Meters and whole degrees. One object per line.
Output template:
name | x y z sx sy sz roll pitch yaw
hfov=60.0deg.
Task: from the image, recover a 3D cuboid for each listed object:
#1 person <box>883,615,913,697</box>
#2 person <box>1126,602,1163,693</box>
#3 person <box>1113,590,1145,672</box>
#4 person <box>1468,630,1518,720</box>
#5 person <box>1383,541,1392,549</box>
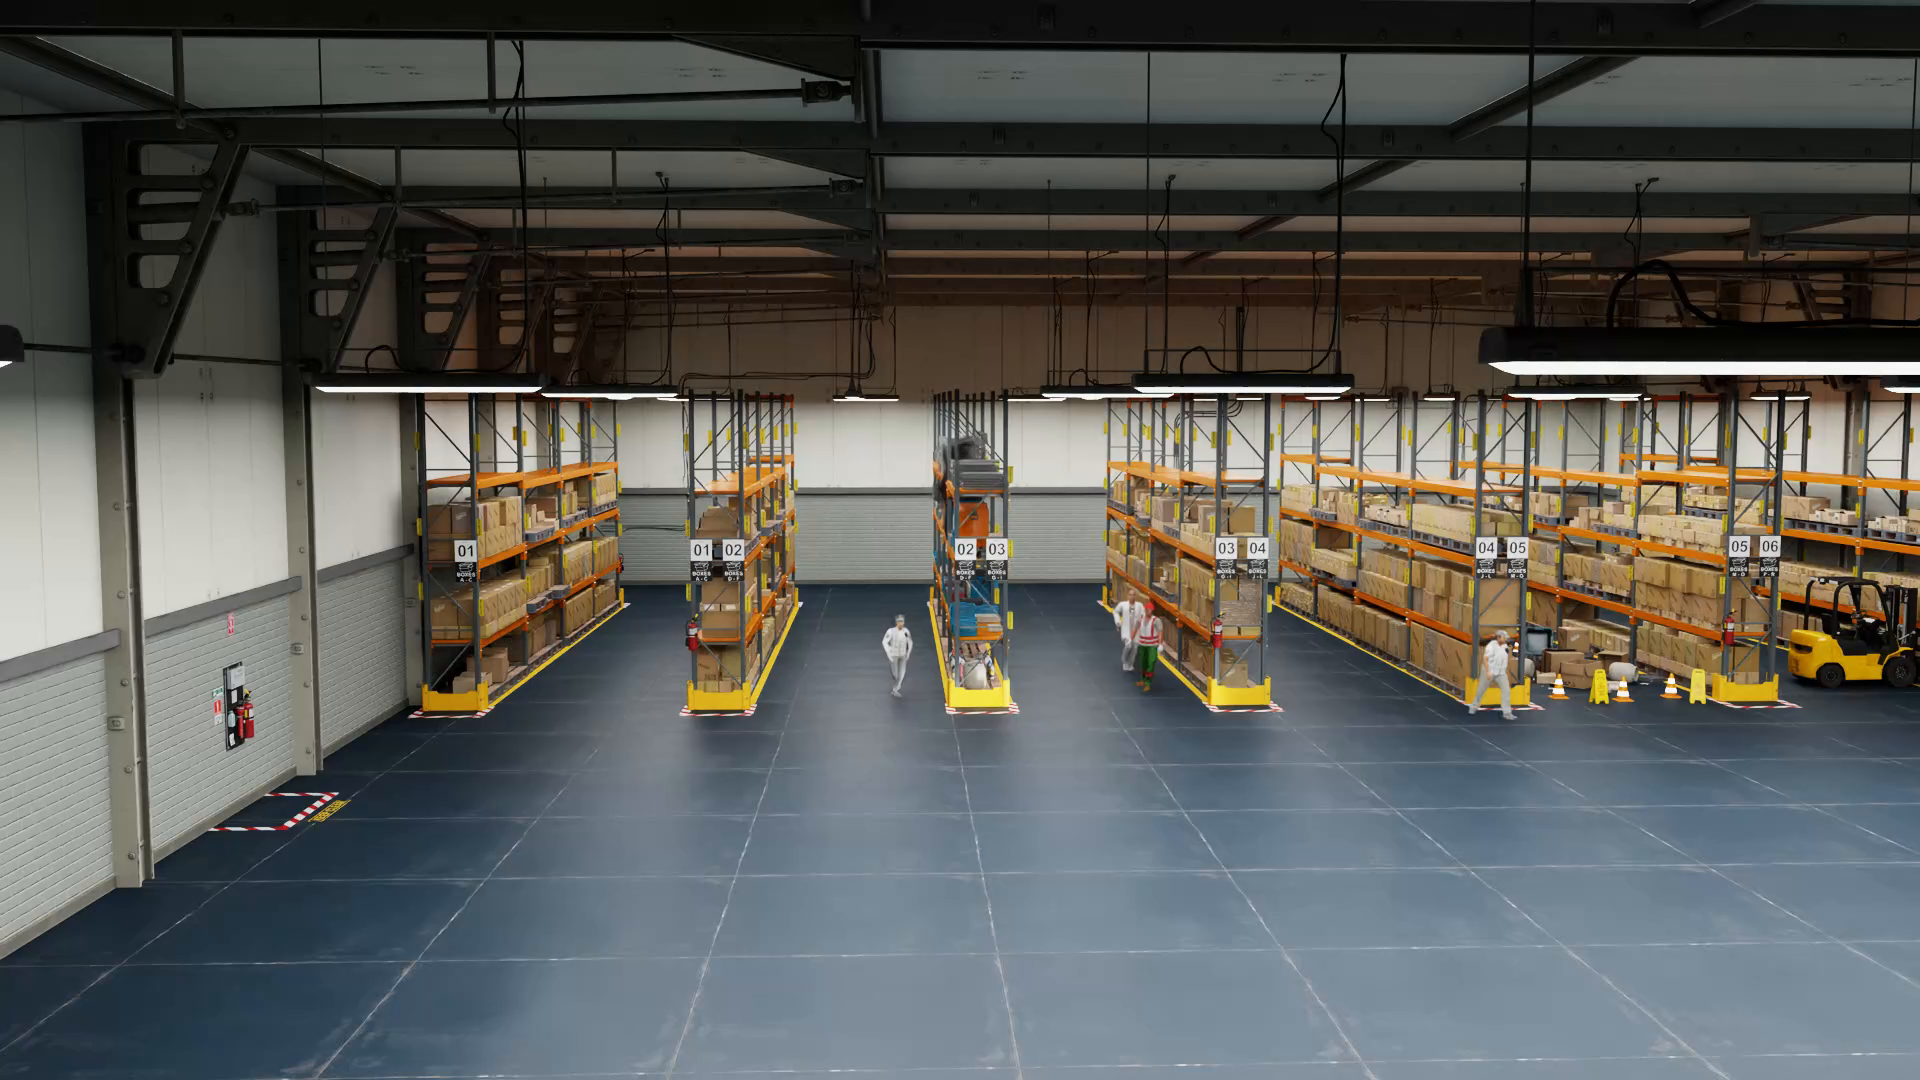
person | -1.228 2.258 32.673 0.618 1.623 0.522 -1 5 -14
person | 3.726 2.123 33.378 0.738 1.778 0.769 3 6 34
person | 3.659 1.987 35.488 0.658 1.665 0.716 -1 5 -9
person | 9.782 2.435 30.465 0.652 1.617 0.875 -2 5 -20
person | 12.657 0.847 49.010 0.855 1.818 0.663 -1 5 -7
